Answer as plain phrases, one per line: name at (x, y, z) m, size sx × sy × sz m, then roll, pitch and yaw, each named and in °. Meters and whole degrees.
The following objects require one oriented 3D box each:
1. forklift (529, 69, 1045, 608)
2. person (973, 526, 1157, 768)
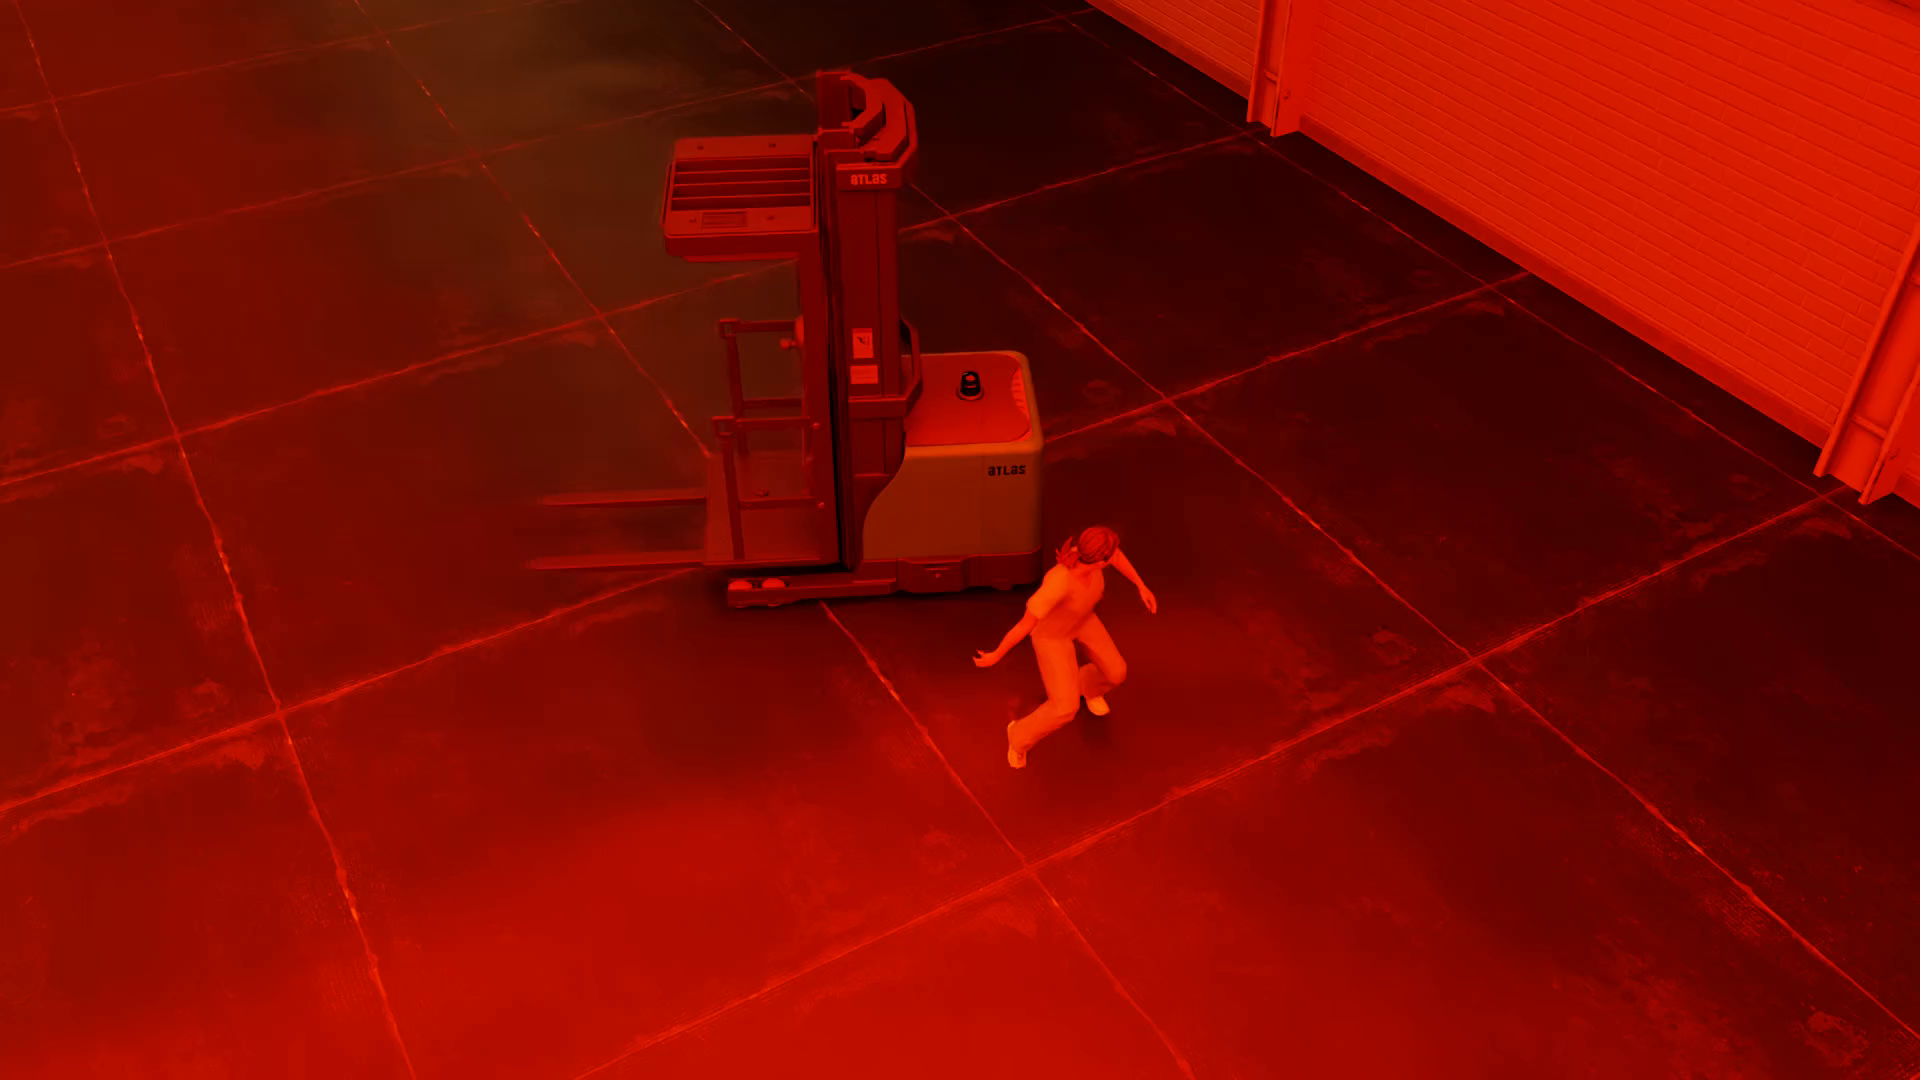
forklift at (-1.053, -1.078, 9.335) m, size 3.031 × 2.935 × 1.130 m, roll -3°, pitch 40°, yaw -3°
person at (0.551, 0.531, 8.571) m, size 0.909 × 1.581 × 0.498 m, roll -32°, pitch 49°, yaw -33°
